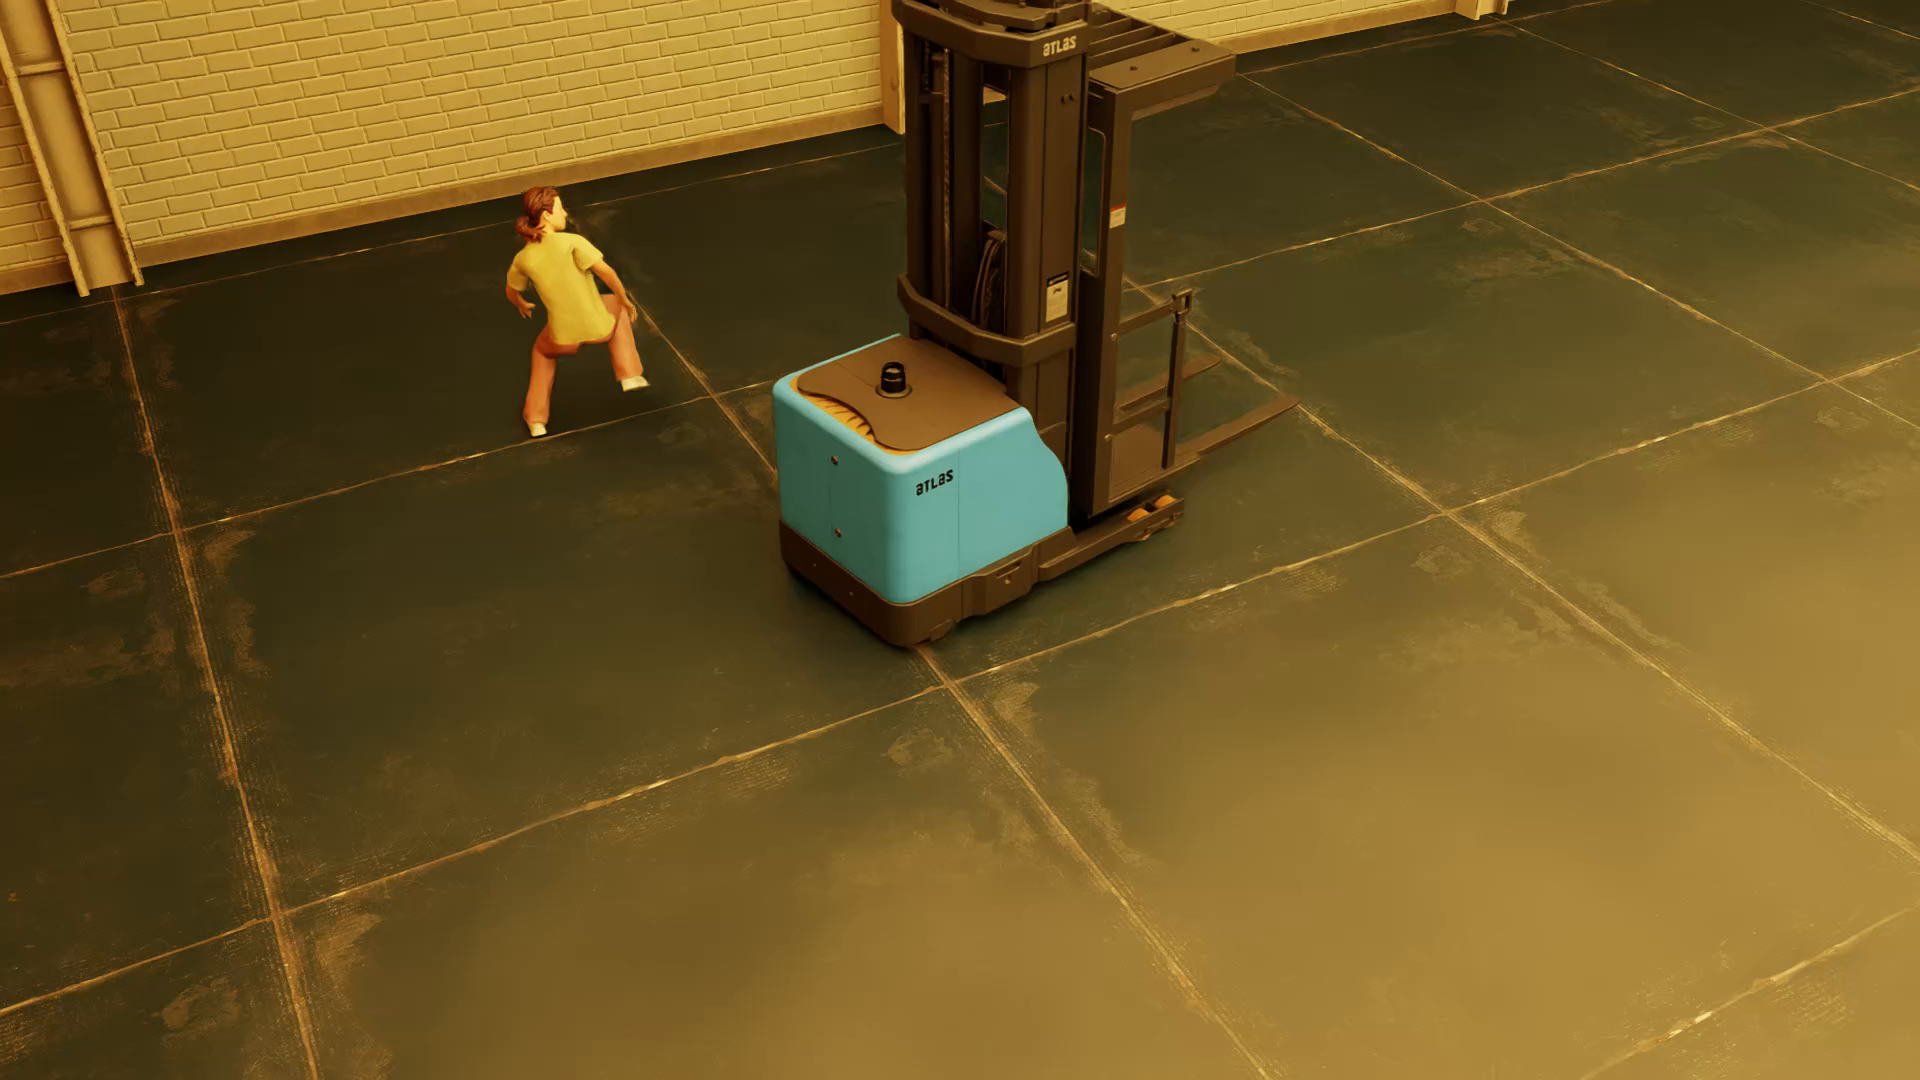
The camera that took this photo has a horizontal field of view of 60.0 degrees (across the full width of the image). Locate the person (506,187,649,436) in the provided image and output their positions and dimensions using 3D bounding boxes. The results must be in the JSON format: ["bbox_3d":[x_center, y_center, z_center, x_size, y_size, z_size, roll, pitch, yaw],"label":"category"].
[{"bbox_3d":[-2.159,-1.272,9.274,0.719,1.438,0.585,-4,35,-5],"label":"person"}]

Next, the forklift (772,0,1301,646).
[{"bbox_3d":[0.553,-1.403,8.107,3.031,2.935,1.130,-25,43,-31],"label":"forklift"}]
